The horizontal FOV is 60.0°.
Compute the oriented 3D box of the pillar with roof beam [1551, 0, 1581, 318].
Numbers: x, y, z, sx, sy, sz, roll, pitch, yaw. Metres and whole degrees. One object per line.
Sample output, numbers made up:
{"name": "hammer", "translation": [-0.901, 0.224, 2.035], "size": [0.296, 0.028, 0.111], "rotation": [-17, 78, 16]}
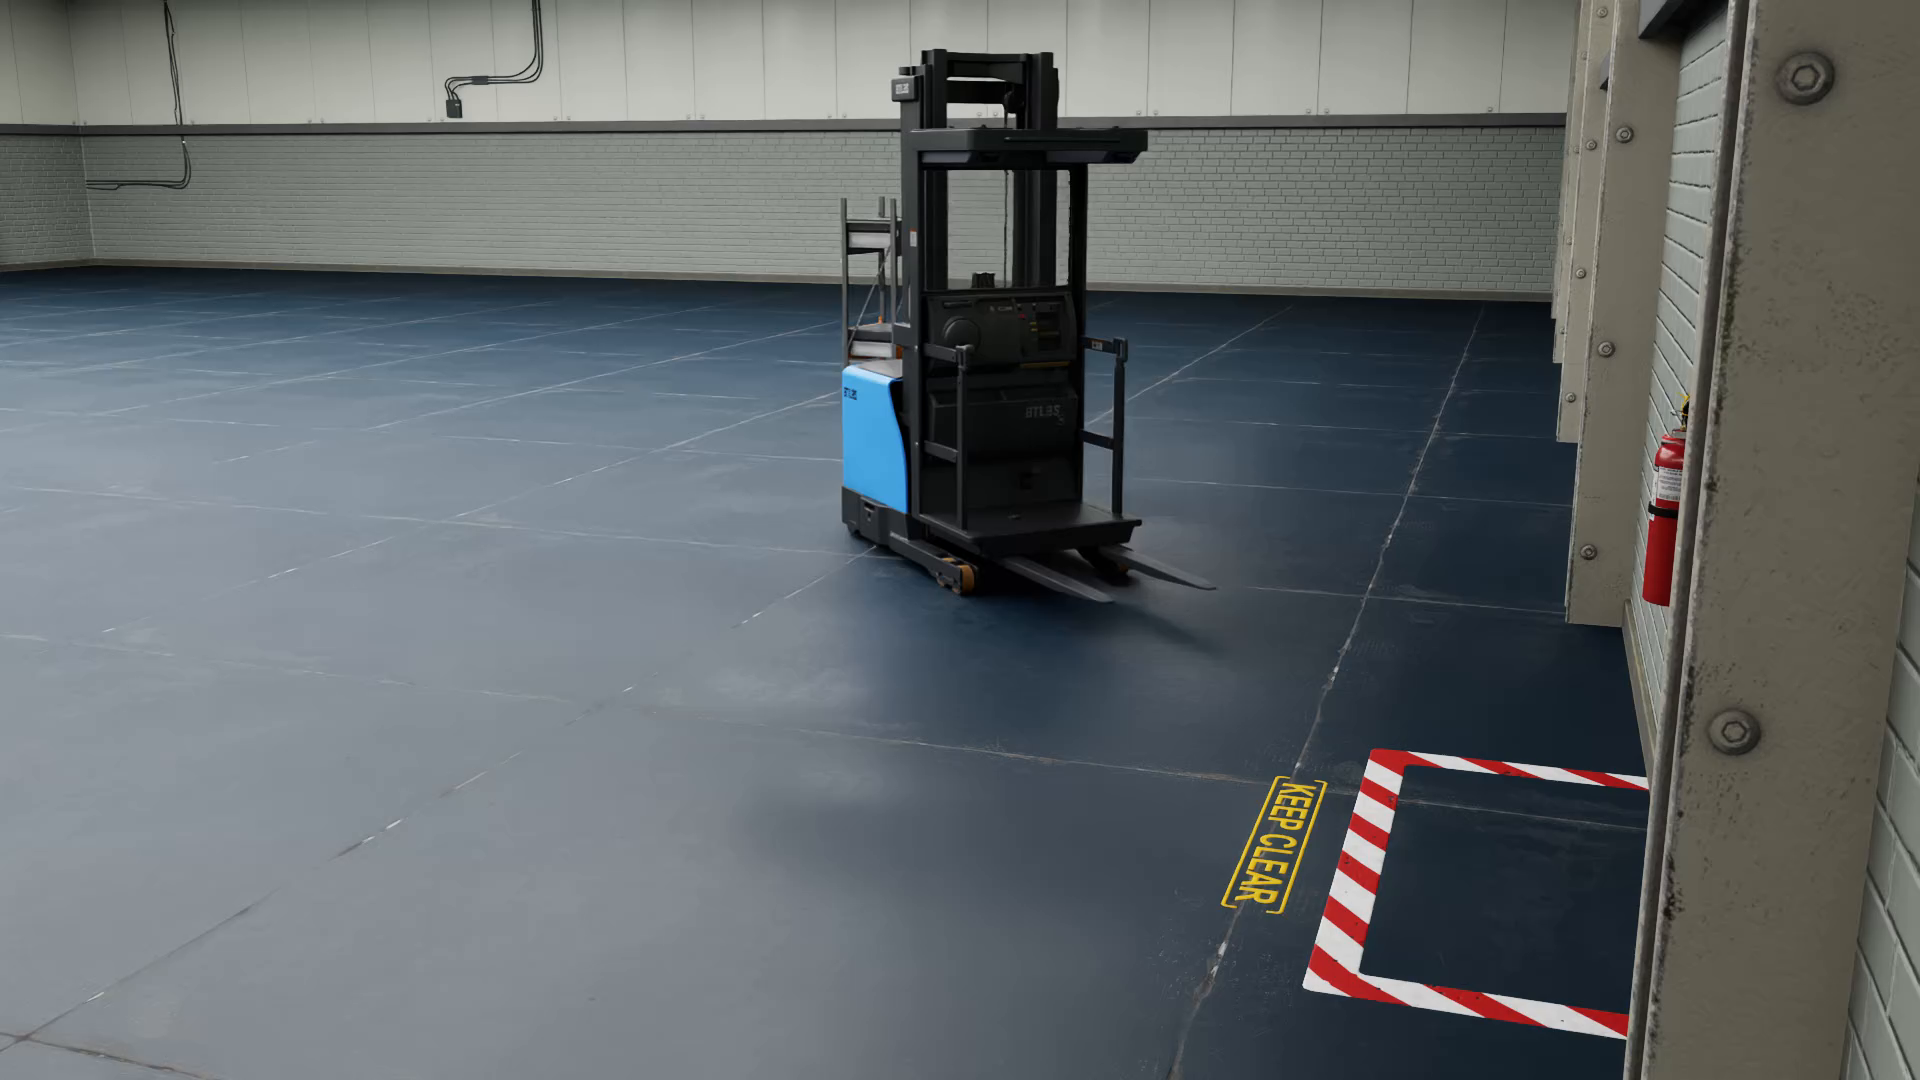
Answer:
{"name": "pillar with roof beam", "translation": [5.098, -8.089, 25.707], "size": [9.100, 9.000, 0.400], "rotation": [4, 14, 18]}

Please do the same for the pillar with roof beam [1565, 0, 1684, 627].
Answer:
{"name": "pillar with roof beam", "translation": [-0.726, -4.300, 9.103], "size": [9.100, 9.000, 0.400], "rotation": [4, 14, 18]}

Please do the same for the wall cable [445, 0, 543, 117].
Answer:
{"name": "wall cable", "translation": [-9.452, -11.544, 33.199], "size": [2.305, 6.003, 0.169], "rotation": [4, 14, 18]}

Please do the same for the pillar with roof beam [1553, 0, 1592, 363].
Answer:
{"name": "pillar with roof beam", "translation": [3.156, -6.826, 20.172], "size": [9.100, 9.000, 0.400], "rotation": [4, 14, 18]}

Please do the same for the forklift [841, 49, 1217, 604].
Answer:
{"name": "forklift", "translation": [0.340, -1.240, 9.333], "size": [1.130, 2.935, 3.031], "rotation": [-6, 14, -25]}

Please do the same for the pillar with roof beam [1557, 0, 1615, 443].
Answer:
{"name": "pillar with roof beam", "translation": [1.215, -5.563, 14.637], "size": [9.100, 9.000, 0.400], "rotation": [4, 14, 18]}

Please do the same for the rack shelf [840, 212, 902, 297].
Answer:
{"name": "rack shelf", "translation": [-0.474, -1.876, 10.902], "size": [0.431, 0.518, 0.480], "rotation": [7, 14, 27]}

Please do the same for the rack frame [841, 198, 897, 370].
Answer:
{"name": "rack frame", "translation": [-0.586, -1.158, 10.844], "size": [0.400, 2.100, 0.015], "rotation": [7, 14, 27]}

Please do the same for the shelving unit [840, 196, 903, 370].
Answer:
{"name": "shelving unit", "translation": [-0.474, -1.206, 11.055], "size": [0.431, 2.100, 0.503], "rotation": [7, 14, 27]}

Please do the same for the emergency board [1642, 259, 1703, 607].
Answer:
{"name": "emergency board", "translation": [2.241, -0.319, 5.145], "size": [0.194, 1.169, 0.643], "rotation": [4, 14, 18]}

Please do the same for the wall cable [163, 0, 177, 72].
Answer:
{"name": "wall cable", "translation": [-15.870, -11.326, 35.516], "size": [3.097, 2.526, 0.112], "rotation": [4, 14, 18]}

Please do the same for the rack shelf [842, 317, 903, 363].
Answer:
{"name": "rack shelf", "translation": [-0.474, -1.193, 11.058], "size": [0.431, 0.518, 0.480], "rotation": [7, 14, 27]}

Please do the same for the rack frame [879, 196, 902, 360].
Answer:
{"name": "rack frame", "translation": [-0.361, -1.255, 11.266], "size": [0.400, 2.100, 0.015], "rotation": [7, 14, 27]}

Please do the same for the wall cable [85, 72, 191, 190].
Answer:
{"name": "wall cable", "translation": [-18.430, -9.059, 36.932], "size": [3.097, 2.526, 0.112], "rotation": [4, 14, 18]}
